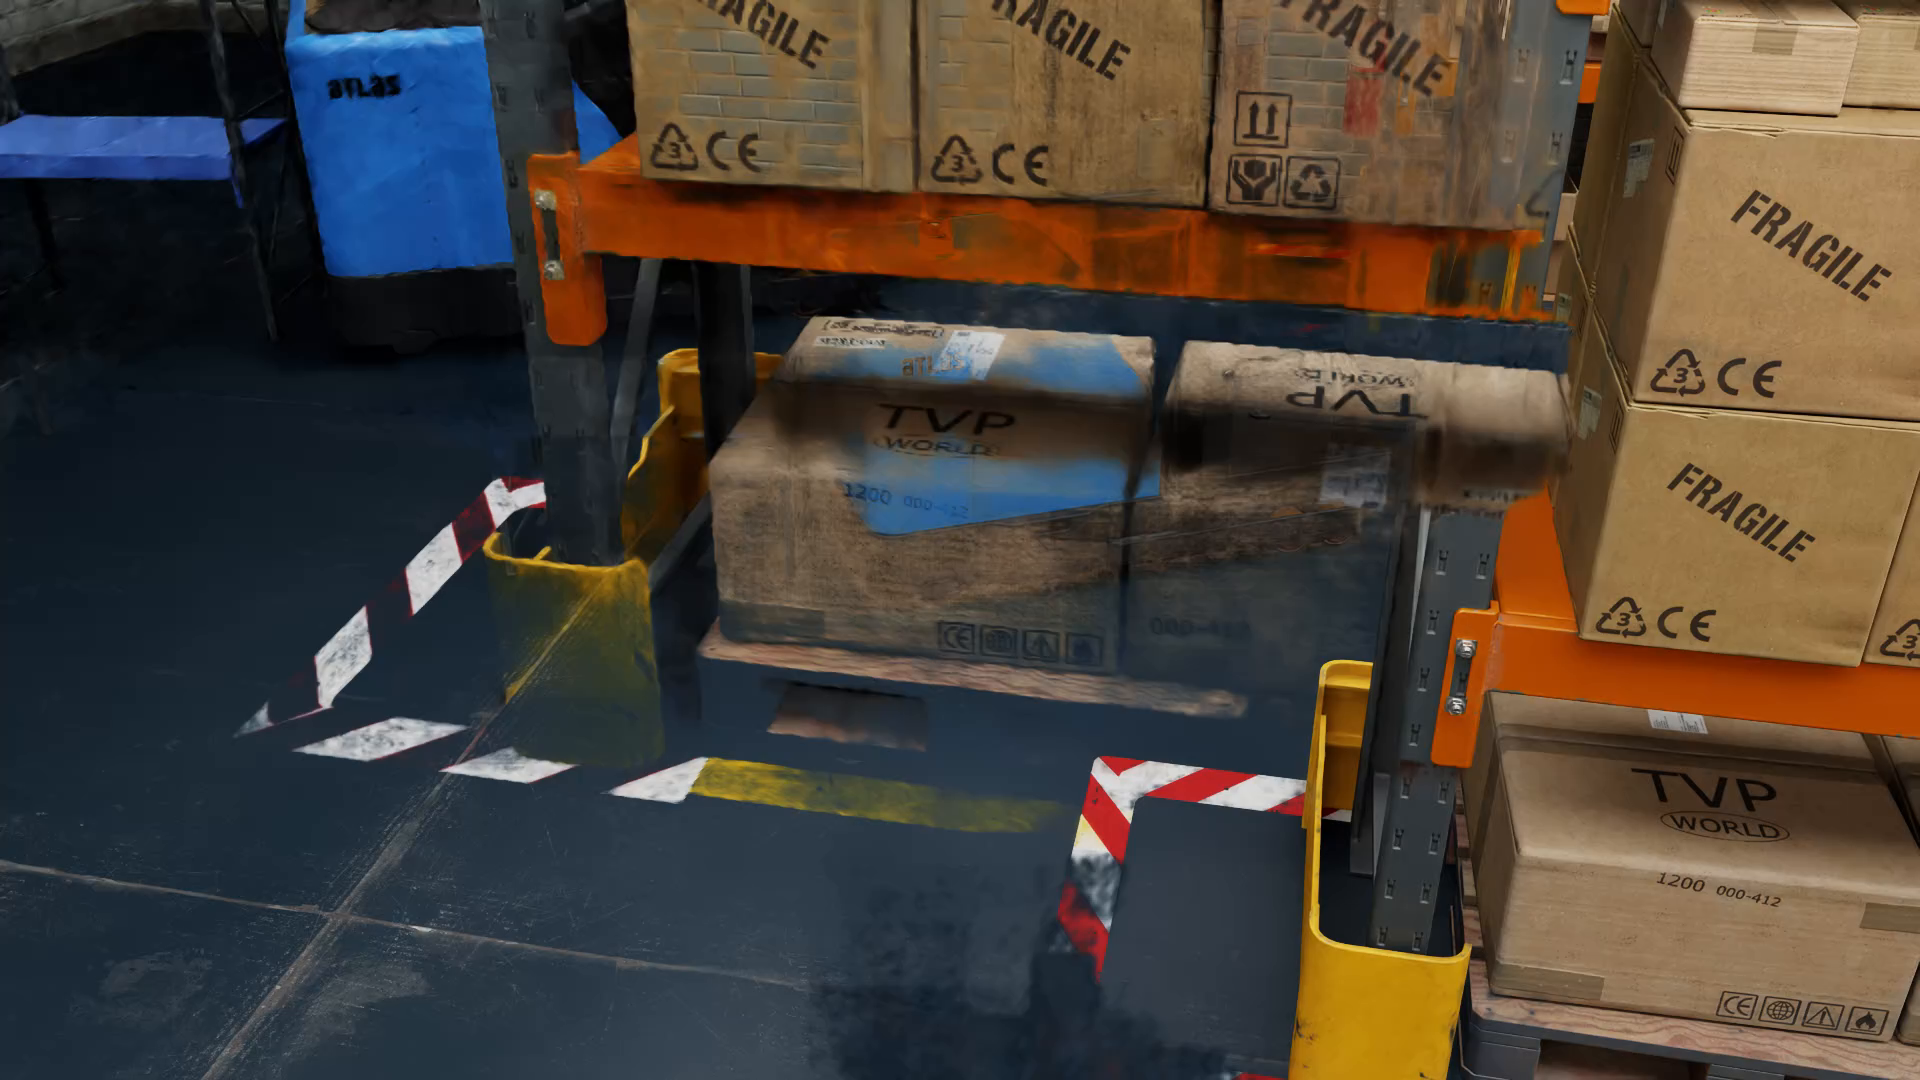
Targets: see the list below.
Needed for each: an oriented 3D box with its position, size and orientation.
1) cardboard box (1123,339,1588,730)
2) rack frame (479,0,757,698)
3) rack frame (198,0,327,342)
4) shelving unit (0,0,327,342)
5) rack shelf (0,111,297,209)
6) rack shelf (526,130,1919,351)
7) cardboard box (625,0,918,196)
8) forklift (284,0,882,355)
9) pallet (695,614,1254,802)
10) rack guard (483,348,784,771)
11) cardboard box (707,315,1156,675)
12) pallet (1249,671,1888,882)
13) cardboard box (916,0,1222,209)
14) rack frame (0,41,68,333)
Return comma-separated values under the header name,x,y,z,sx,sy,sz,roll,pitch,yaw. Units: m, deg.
name,x,y,z,sx,sy,sz,roll,pitch,yaw
cardboard box,2.635,0.790,3.915,0.875,0.438,0.875,7,29,12
rack frame,1.072,-0.257,3.596,0.127,3.000,1.000,6,29,11
rack frame,-0.603,-0.622,5.824,0.032,1.500,0.500,1,29,2
shelving unit,-1.111,-0.633,5.845,1.048,1.500,0.538,1,29,2
rack shelf,-1.111,-0.475,5.931,1.000,0.185,0.538,1,29,2
rack shelf,3.028,0.259,3.402,4.000,0.370,1.077,6,29,11
cardboard box,1.482,-0.118,3.238,0.500,0.500,0.500,6,29,10
forklift,0.971,-1.471,5.884,3.031,2.935,1.130,-9,30,-16
pallet,1.871,1.010,4.186,1.213,0.211,1.003,6,29,11
rack guard,1.049,0.837,4.201,0.348,0.500,1.175,6,29,11
cardboard box,1.739,0.702,4.075,0.875,0.438,0.875,5,29,9
pallet,3.060,1.133,3.961,1.213,0.211,1.003,6,29,11
cardboard box,1.982,-0.080,3.169,0.500,0.500,0.500,5,29,10
rack frame,-1.619,-0.644,5.865,0.032,1.500,0.500,1,29,2
